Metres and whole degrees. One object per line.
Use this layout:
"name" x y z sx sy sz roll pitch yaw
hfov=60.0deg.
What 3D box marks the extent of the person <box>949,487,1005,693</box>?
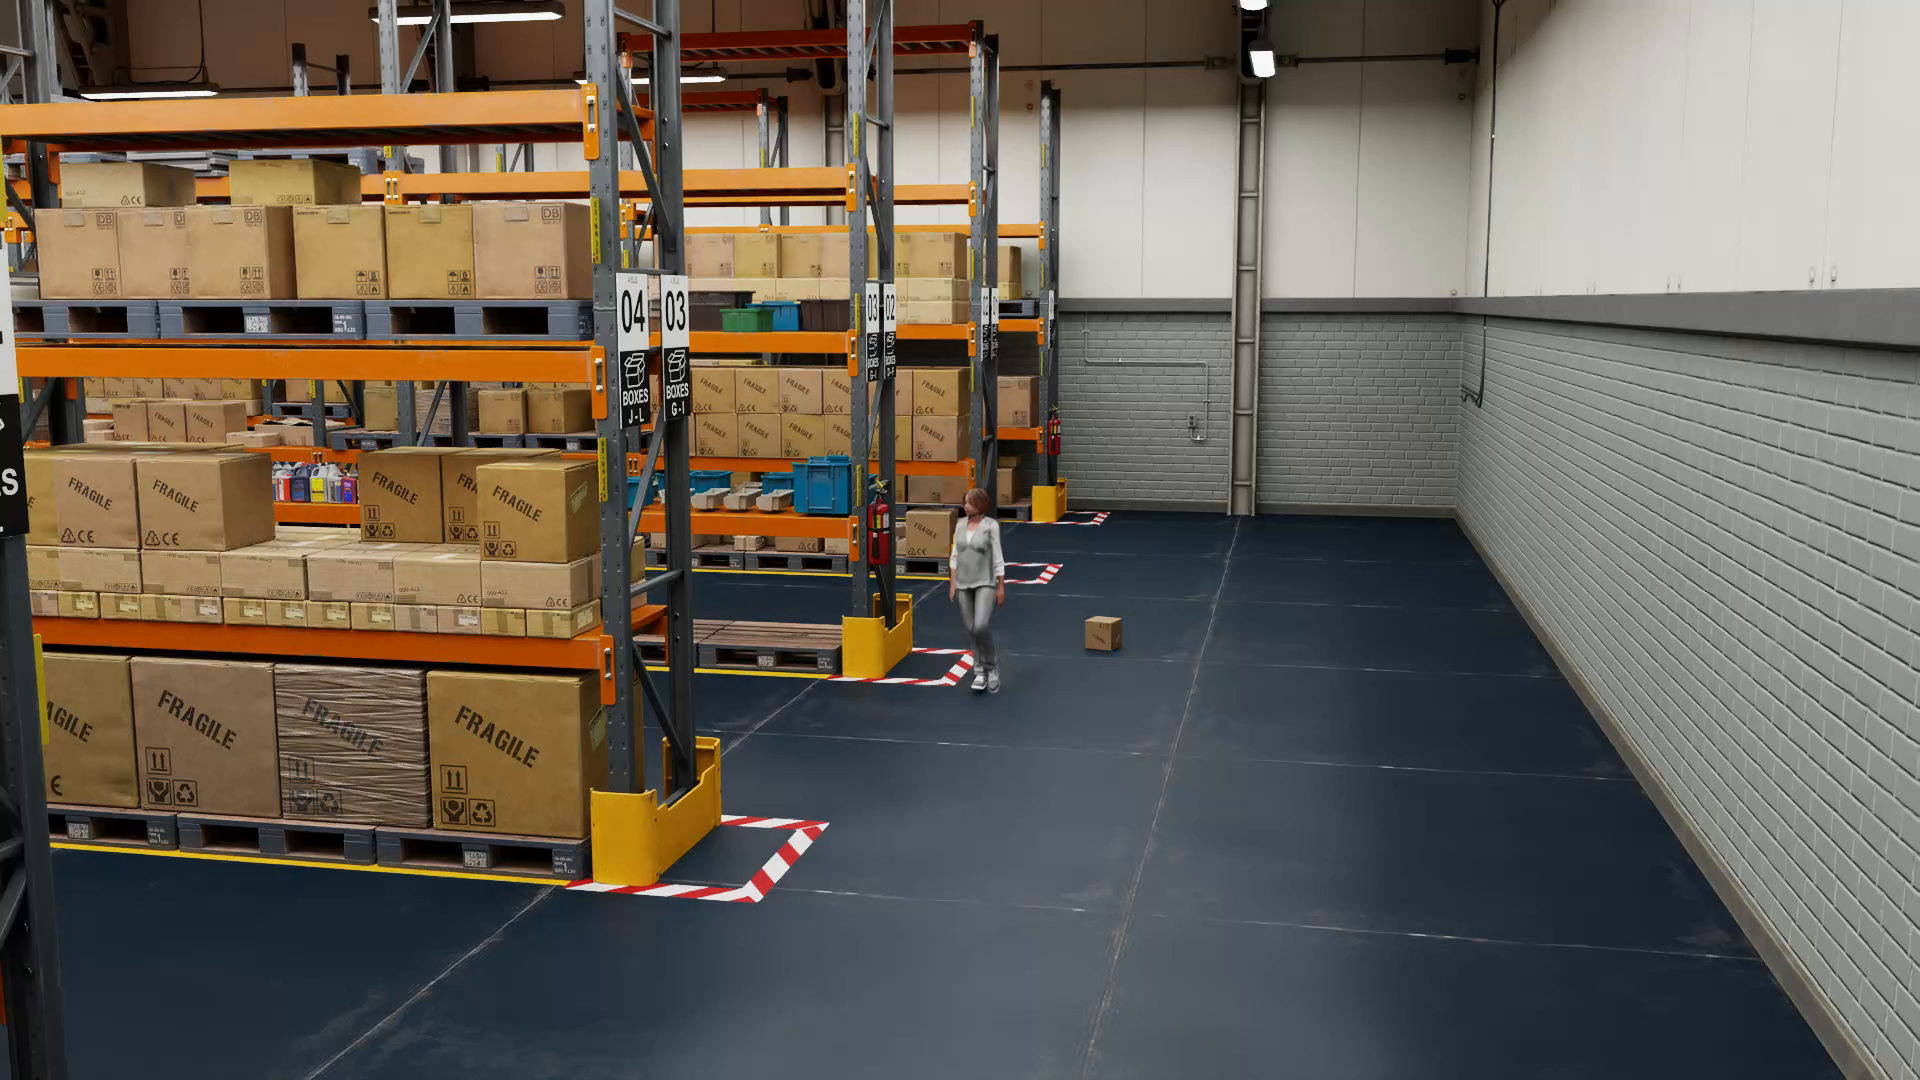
"person" 0.115 0.398 12.988 0.454 1.587 0.434 4 9 27
